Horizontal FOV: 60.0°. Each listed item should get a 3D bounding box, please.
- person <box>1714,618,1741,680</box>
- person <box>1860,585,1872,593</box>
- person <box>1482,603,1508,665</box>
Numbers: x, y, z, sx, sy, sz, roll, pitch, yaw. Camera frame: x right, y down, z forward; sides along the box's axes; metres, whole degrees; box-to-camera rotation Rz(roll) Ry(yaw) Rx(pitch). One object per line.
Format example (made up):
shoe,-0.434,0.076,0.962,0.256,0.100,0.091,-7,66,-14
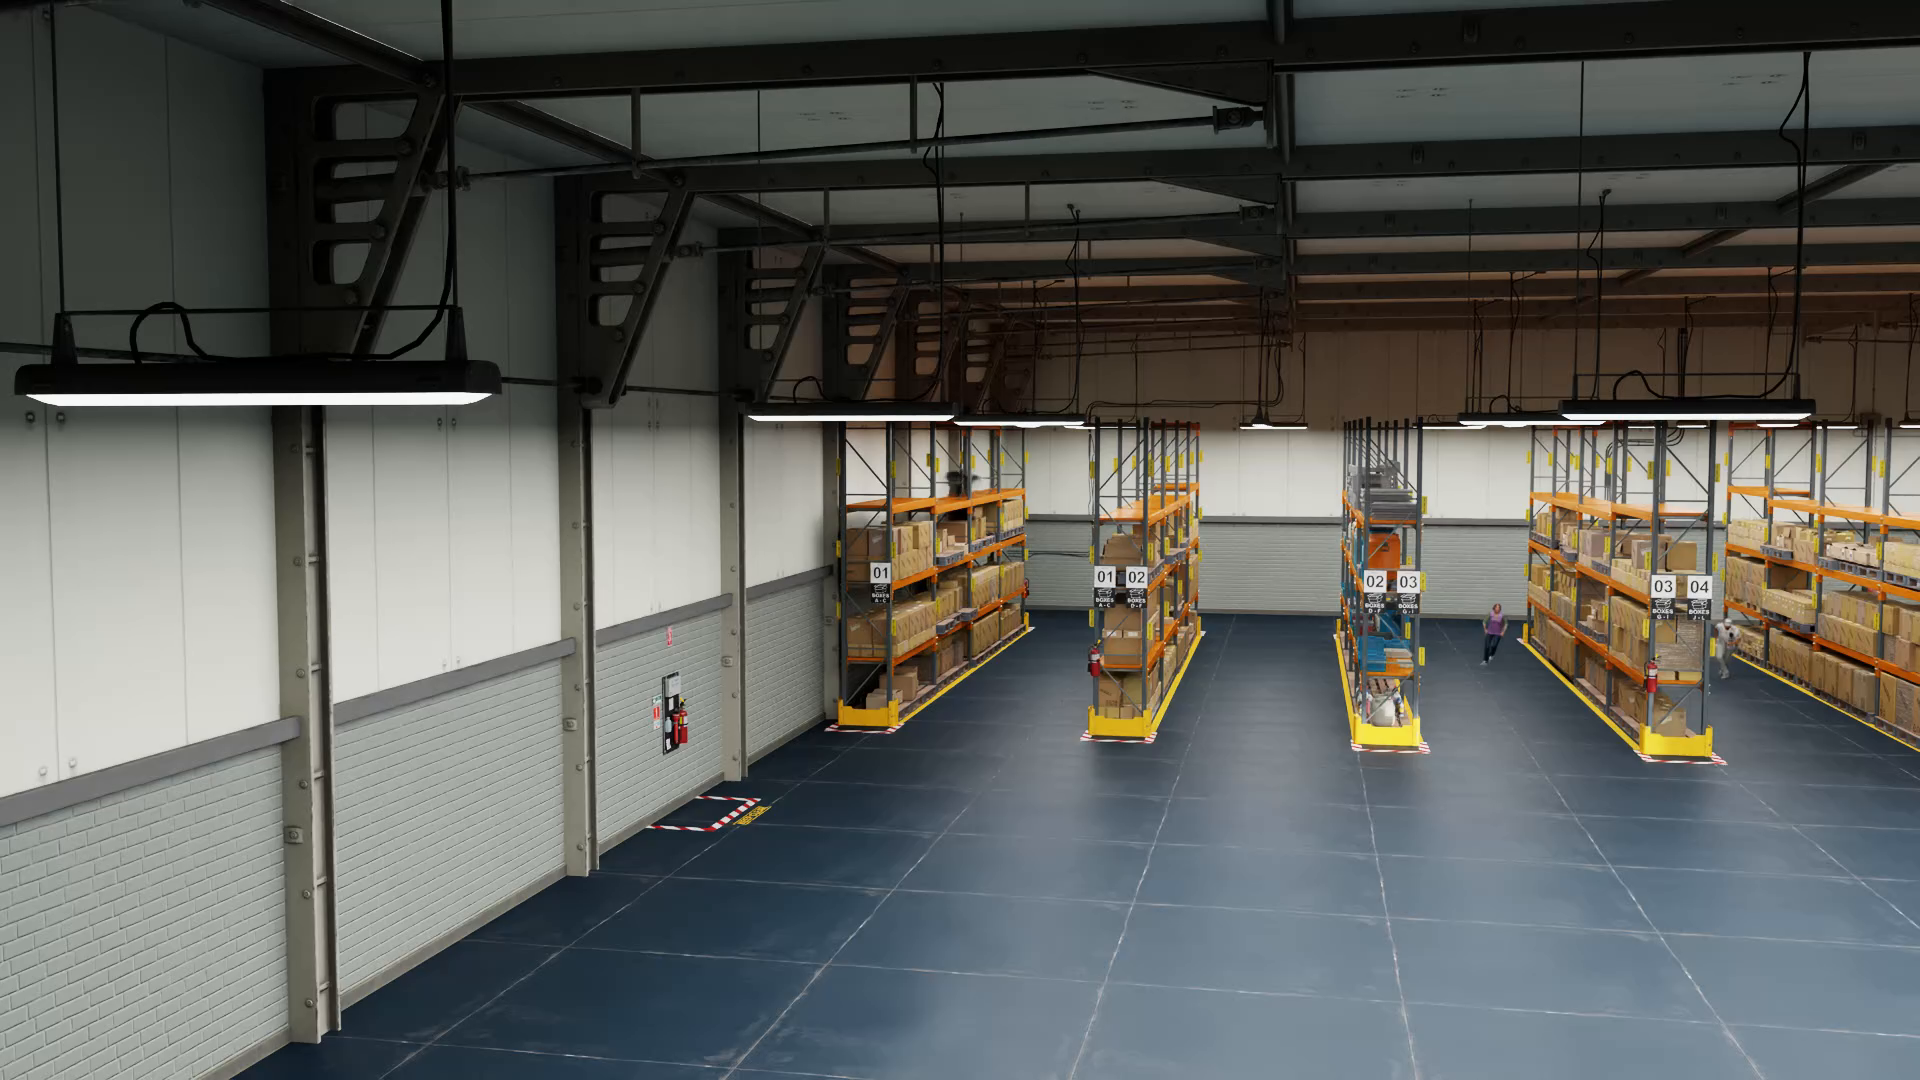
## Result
person,17.857,2.492,38.701,0.584,1.437,1.149,2,4,26
person,24.547,1.910,45.091,0.989,1.719,0.662,0,4,2
person,13.085,2.314,40.702,0.604,1.537,0.480,1,4,20
